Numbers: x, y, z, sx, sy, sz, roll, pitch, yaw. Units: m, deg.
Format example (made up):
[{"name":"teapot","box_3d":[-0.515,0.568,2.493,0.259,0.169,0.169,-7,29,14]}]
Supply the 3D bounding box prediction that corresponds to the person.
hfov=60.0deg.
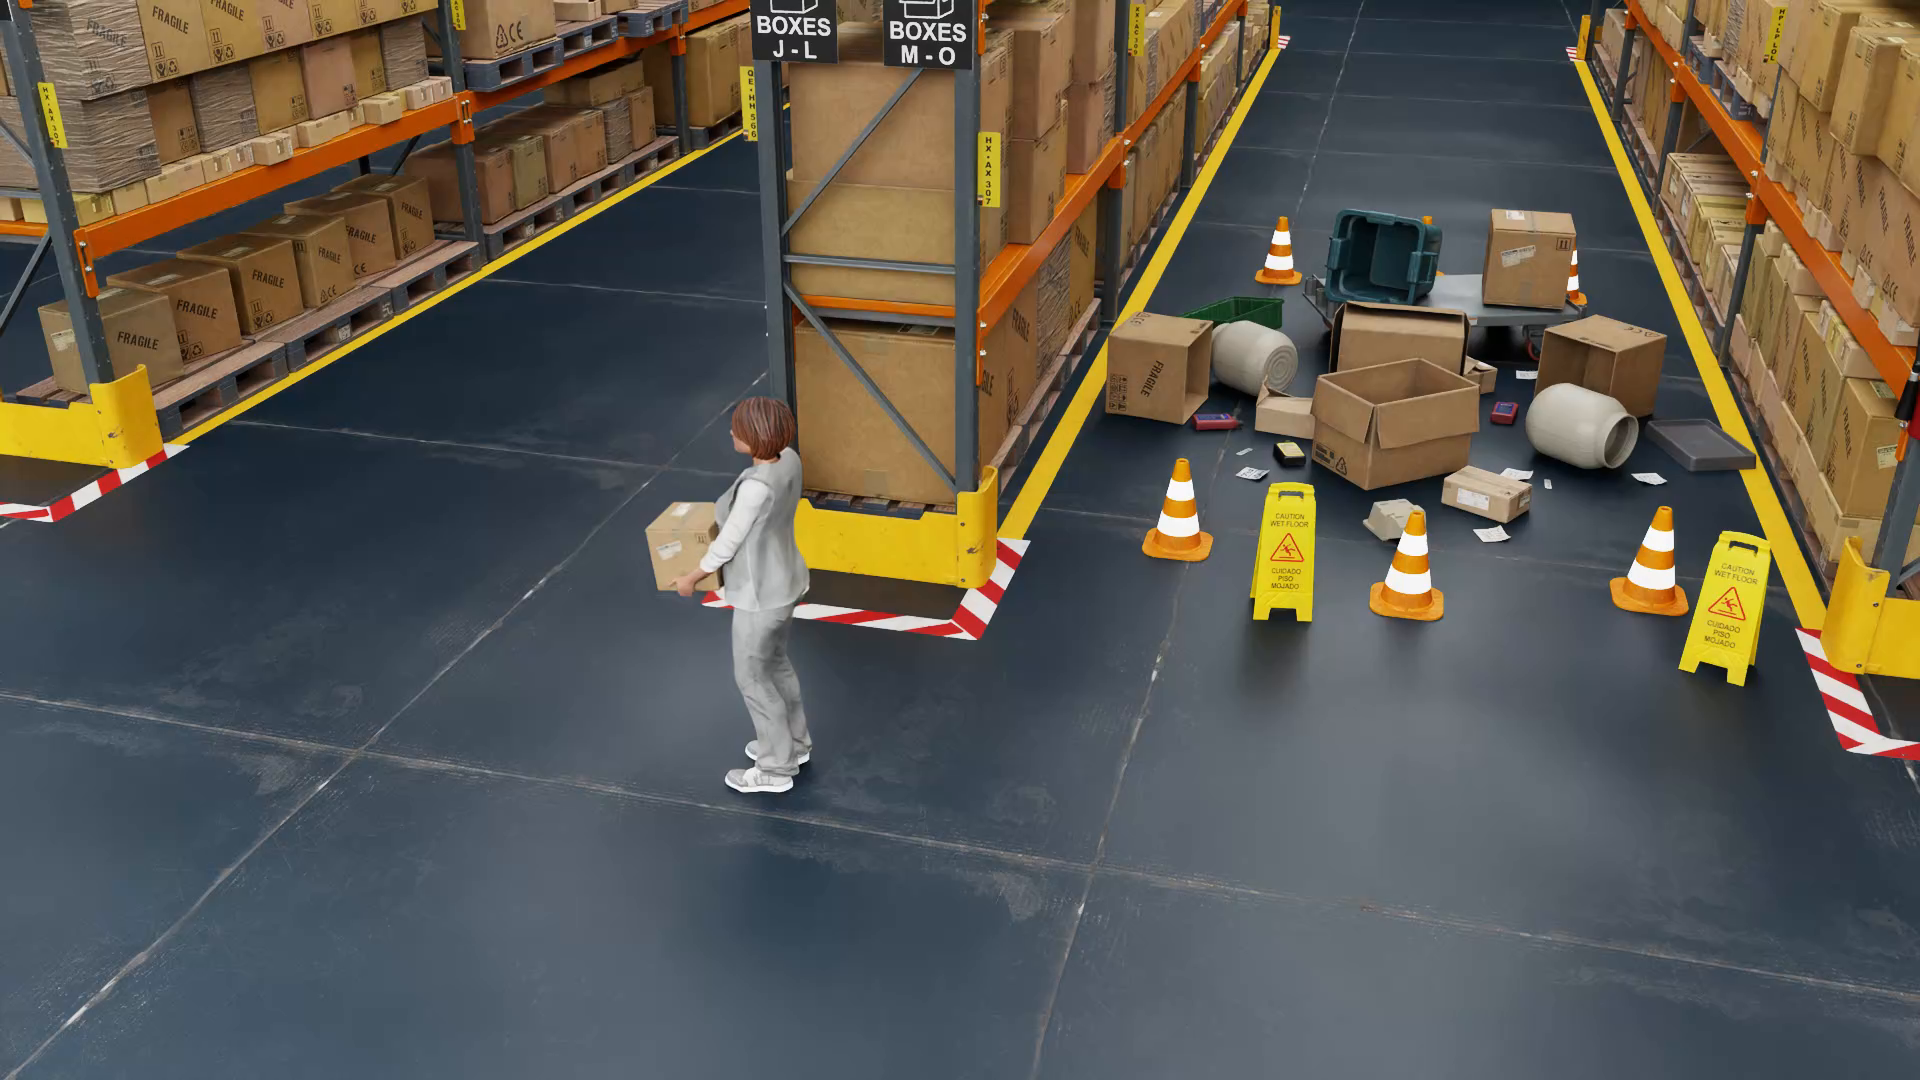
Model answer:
[{"name":"person","box_3d":[-0.807,0.197,6.219,0.492,1.591,0.404,7,27,14]}]
